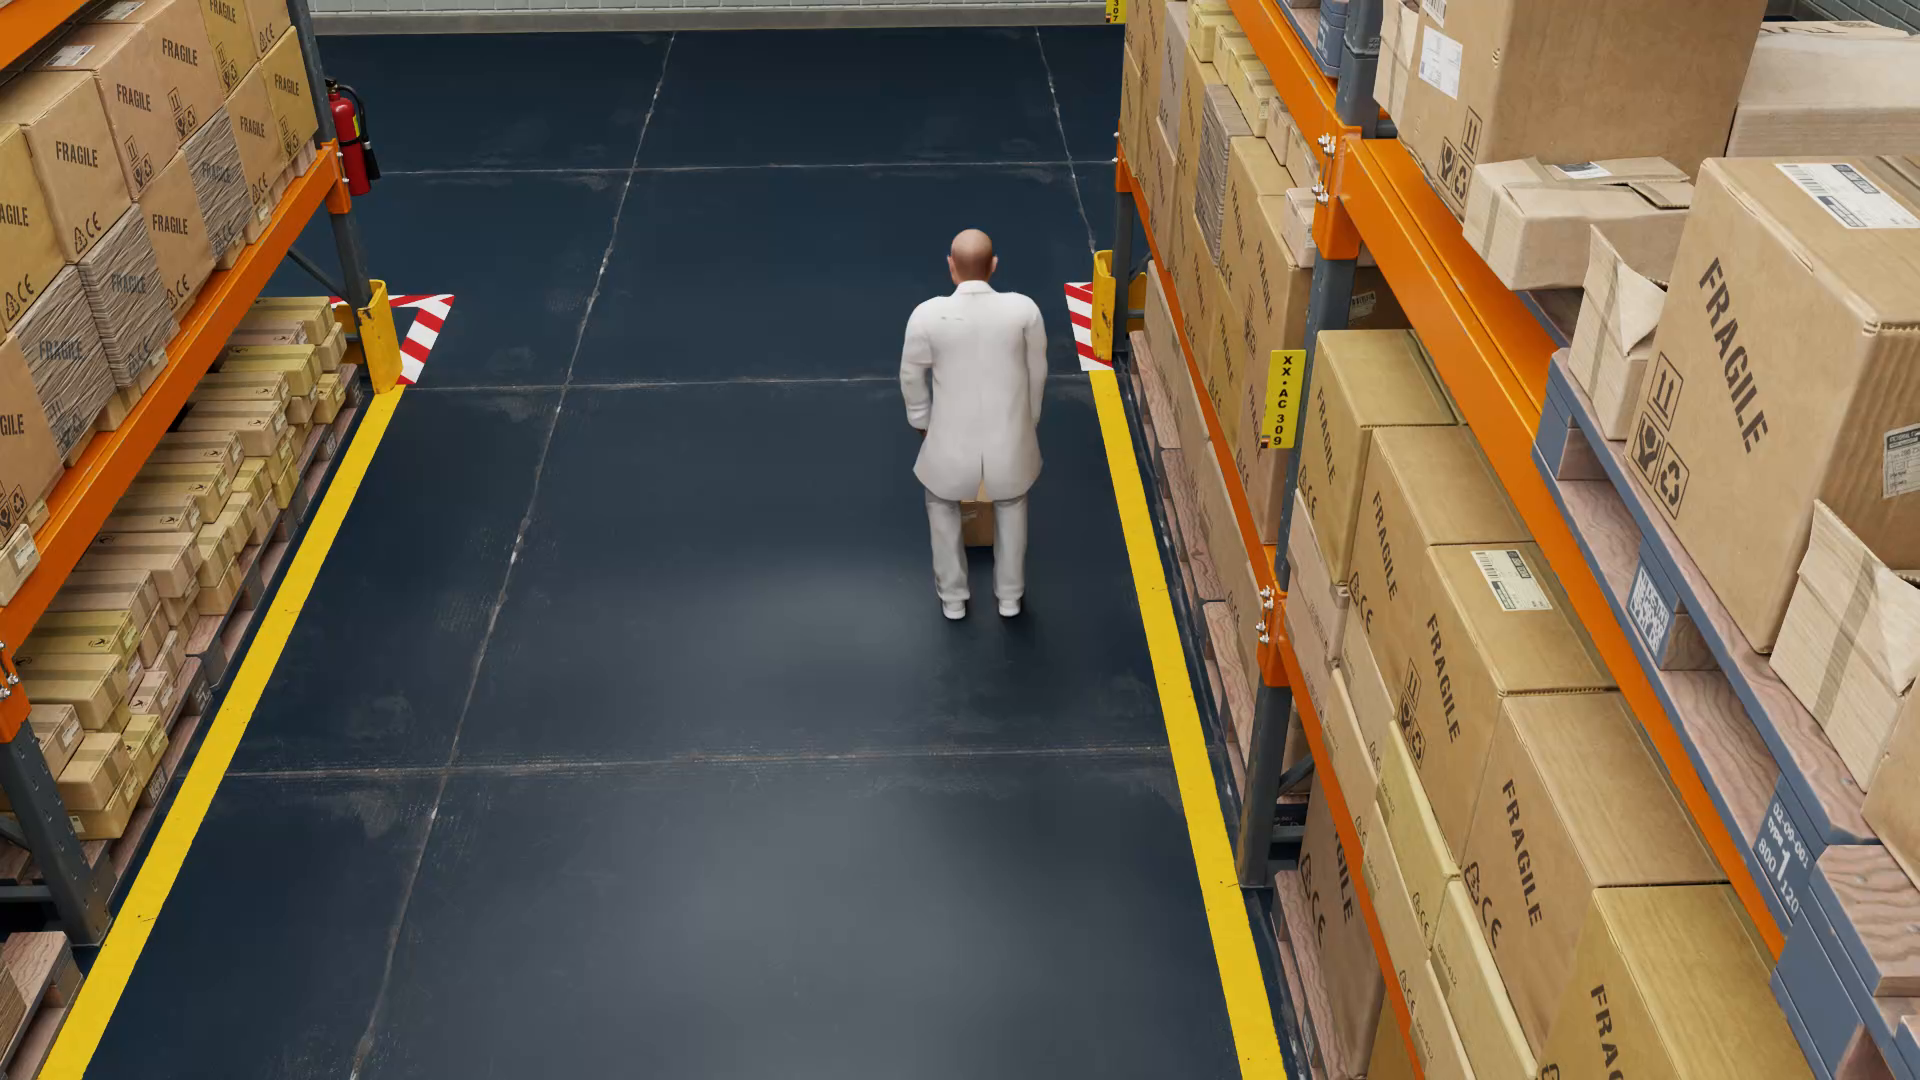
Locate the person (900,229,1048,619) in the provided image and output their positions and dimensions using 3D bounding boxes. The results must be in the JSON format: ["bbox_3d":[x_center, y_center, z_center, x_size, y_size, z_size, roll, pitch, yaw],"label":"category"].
[{"bbox_3d":[0.056,-0.443,6.873,0.599,1.703,0.459,-1,35,-1],"label":"person"}]
